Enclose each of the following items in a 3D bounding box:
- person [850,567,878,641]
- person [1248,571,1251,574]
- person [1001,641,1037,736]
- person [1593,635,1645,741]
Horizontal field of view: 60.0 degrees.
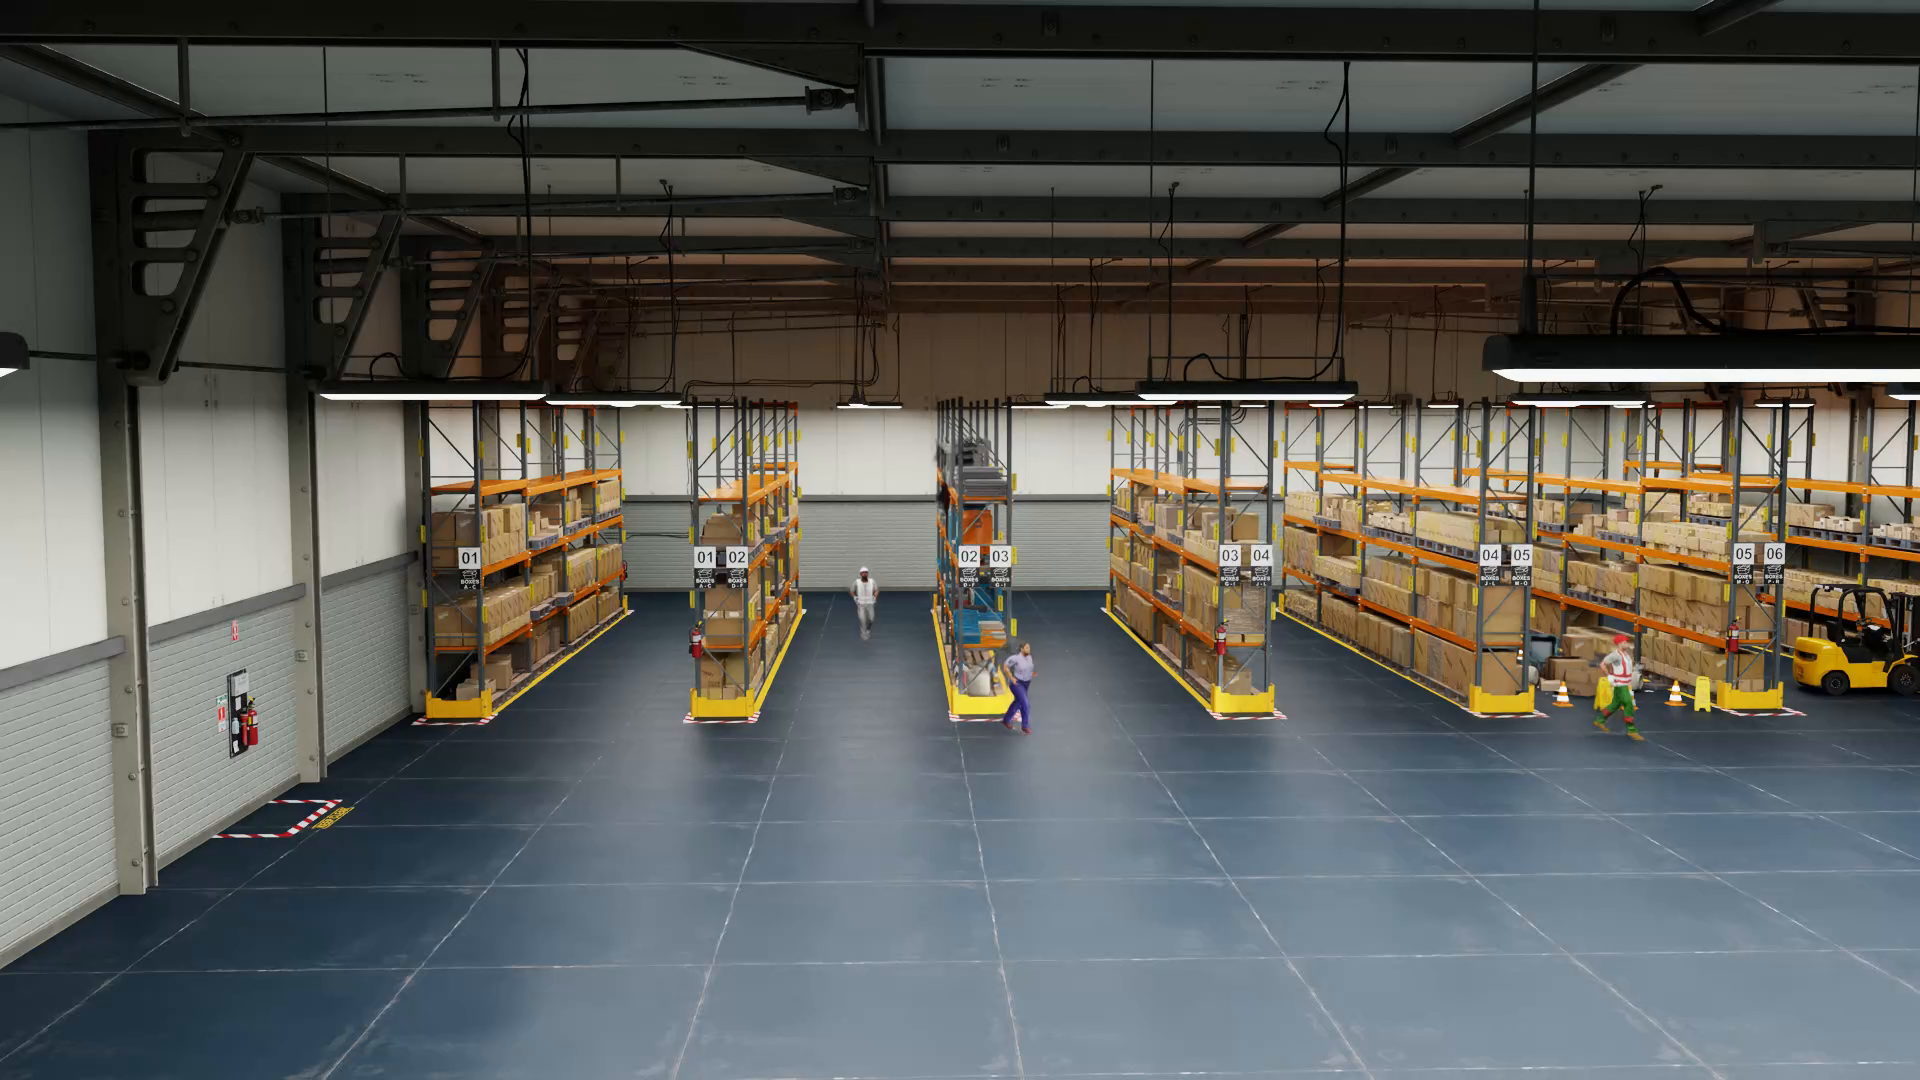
[{"bbox_3d":[-2.260,1.521,39.403,0.679,1.744,0.569,-1,5,-12],"label":"person"},{"bbox_3d":[7.965,1.155,47.931,0.695,1.738,0.917,4,6,41],"label":"person"},{"bbox_3d":[1.045,2.625,29.607,0.759,1.675,0.584,3,6,38],"label":"person"},{"bbox_3d":[11.562,2.557,29.110,0.929,1.812,0.656,3,6,38],"label":"person"}]
